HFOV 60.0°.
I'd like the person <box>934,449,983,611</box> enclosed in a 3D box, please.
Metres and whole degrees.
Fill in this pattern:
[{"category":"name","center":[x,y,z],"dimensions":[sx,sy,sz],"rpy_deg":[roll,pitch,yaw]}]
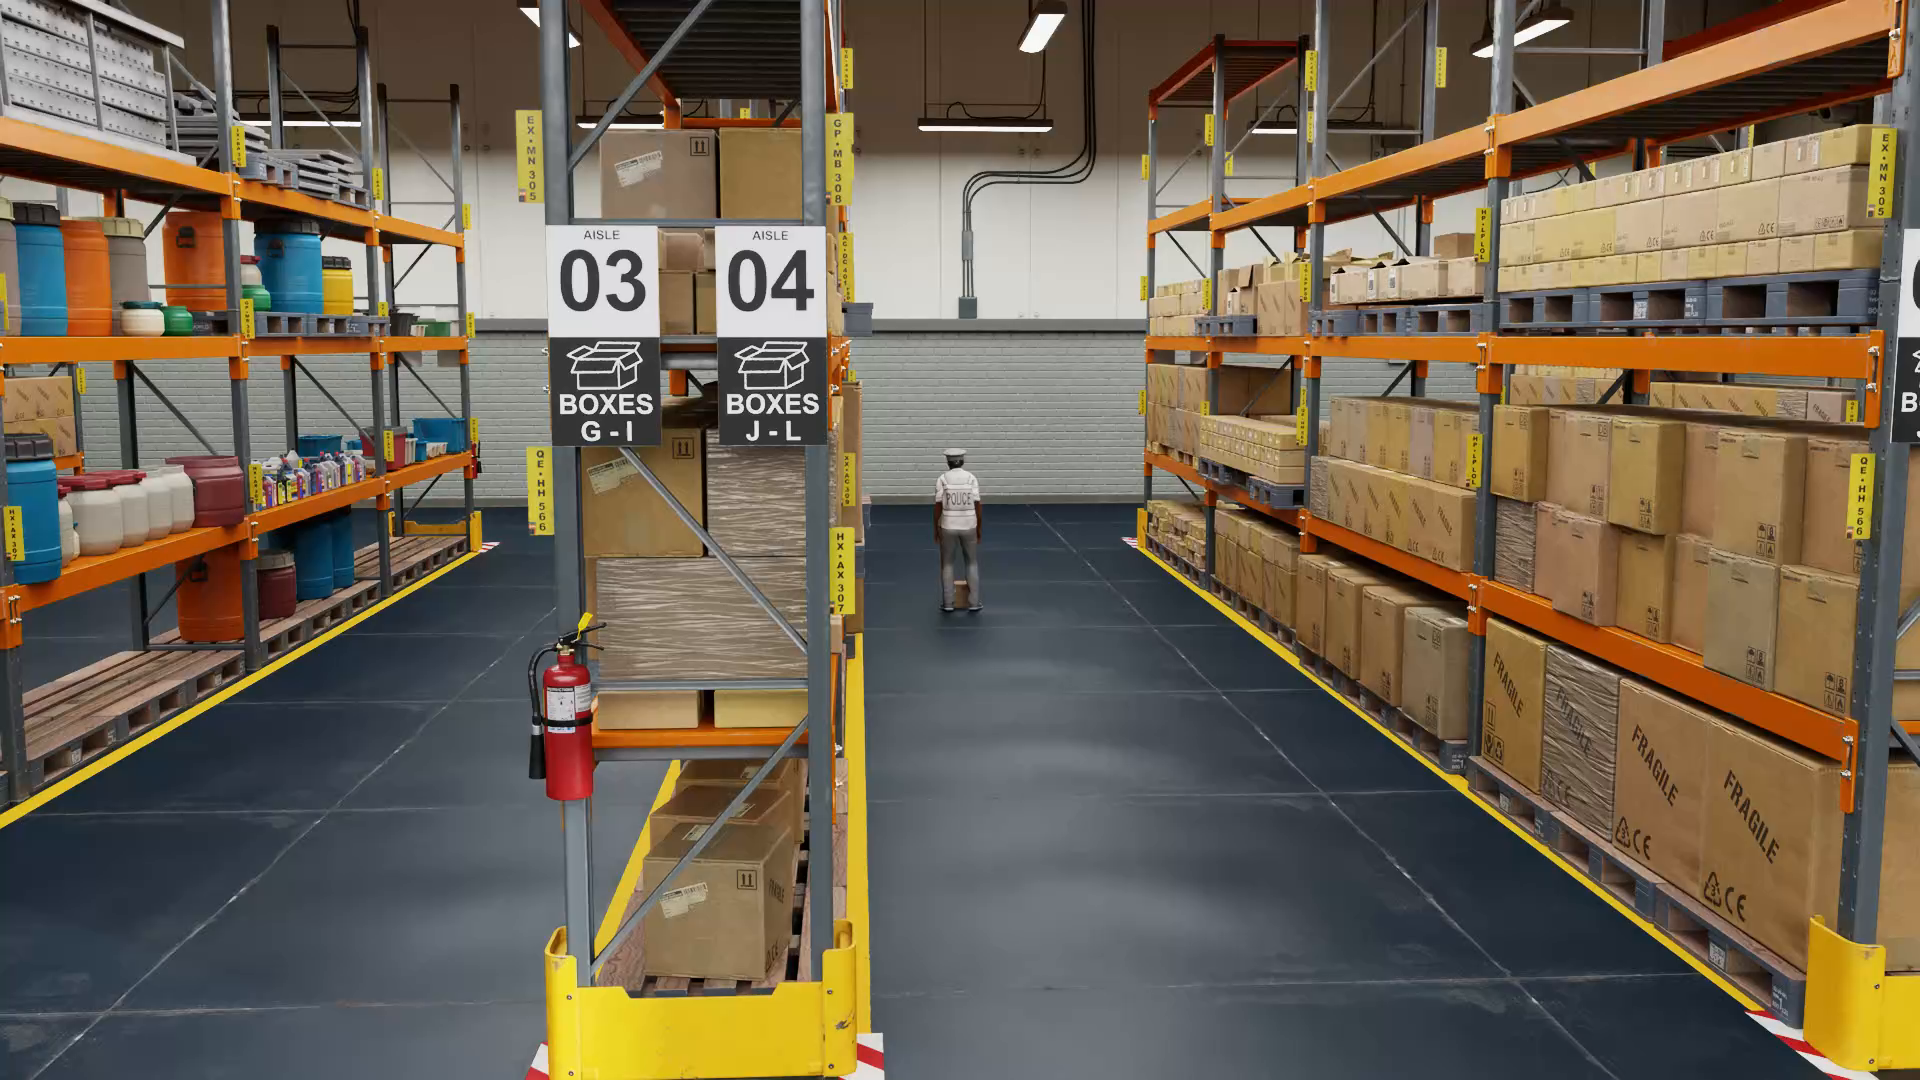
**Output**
[{"category":"person","center":[-0.013,-0.101,17.087],"dimensions":[0.514,1.657,0.399],"rpy_deg":[-1,7,-4]}]
